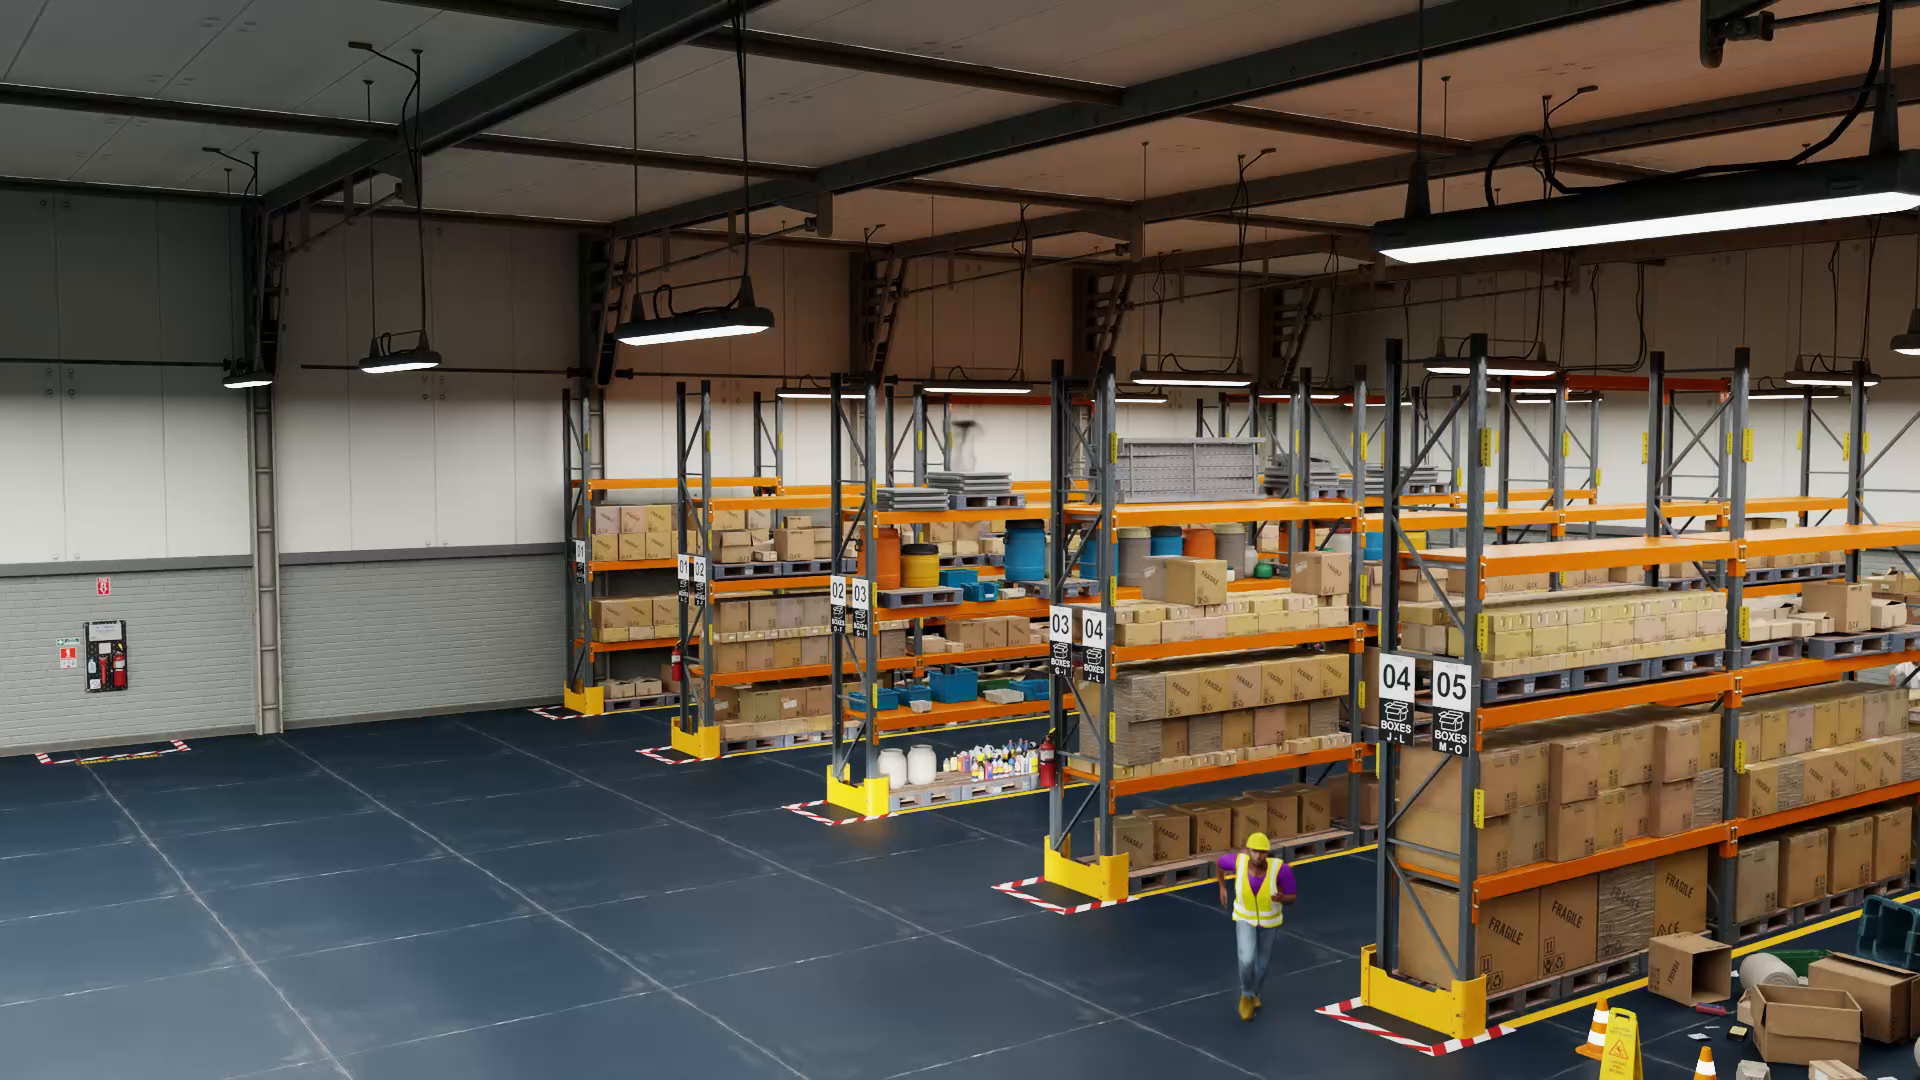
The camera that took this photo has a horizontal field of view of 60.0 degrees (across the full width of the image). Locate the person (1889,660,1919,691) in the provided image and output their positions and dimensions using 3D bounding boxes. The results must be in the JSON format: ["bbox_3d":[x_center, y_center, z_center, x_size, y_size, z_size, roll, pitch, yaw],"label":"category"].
[{"bbox_3d":[15.436,2.588,26.830,0.733,1.811,0.653,1,4,18],"label":"person"}]

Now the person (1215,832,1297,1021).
[{"bbox_3d":[2.591,3.359,14.569,0.682,1.692,0.901,0,4,5],"label":"person"}]
